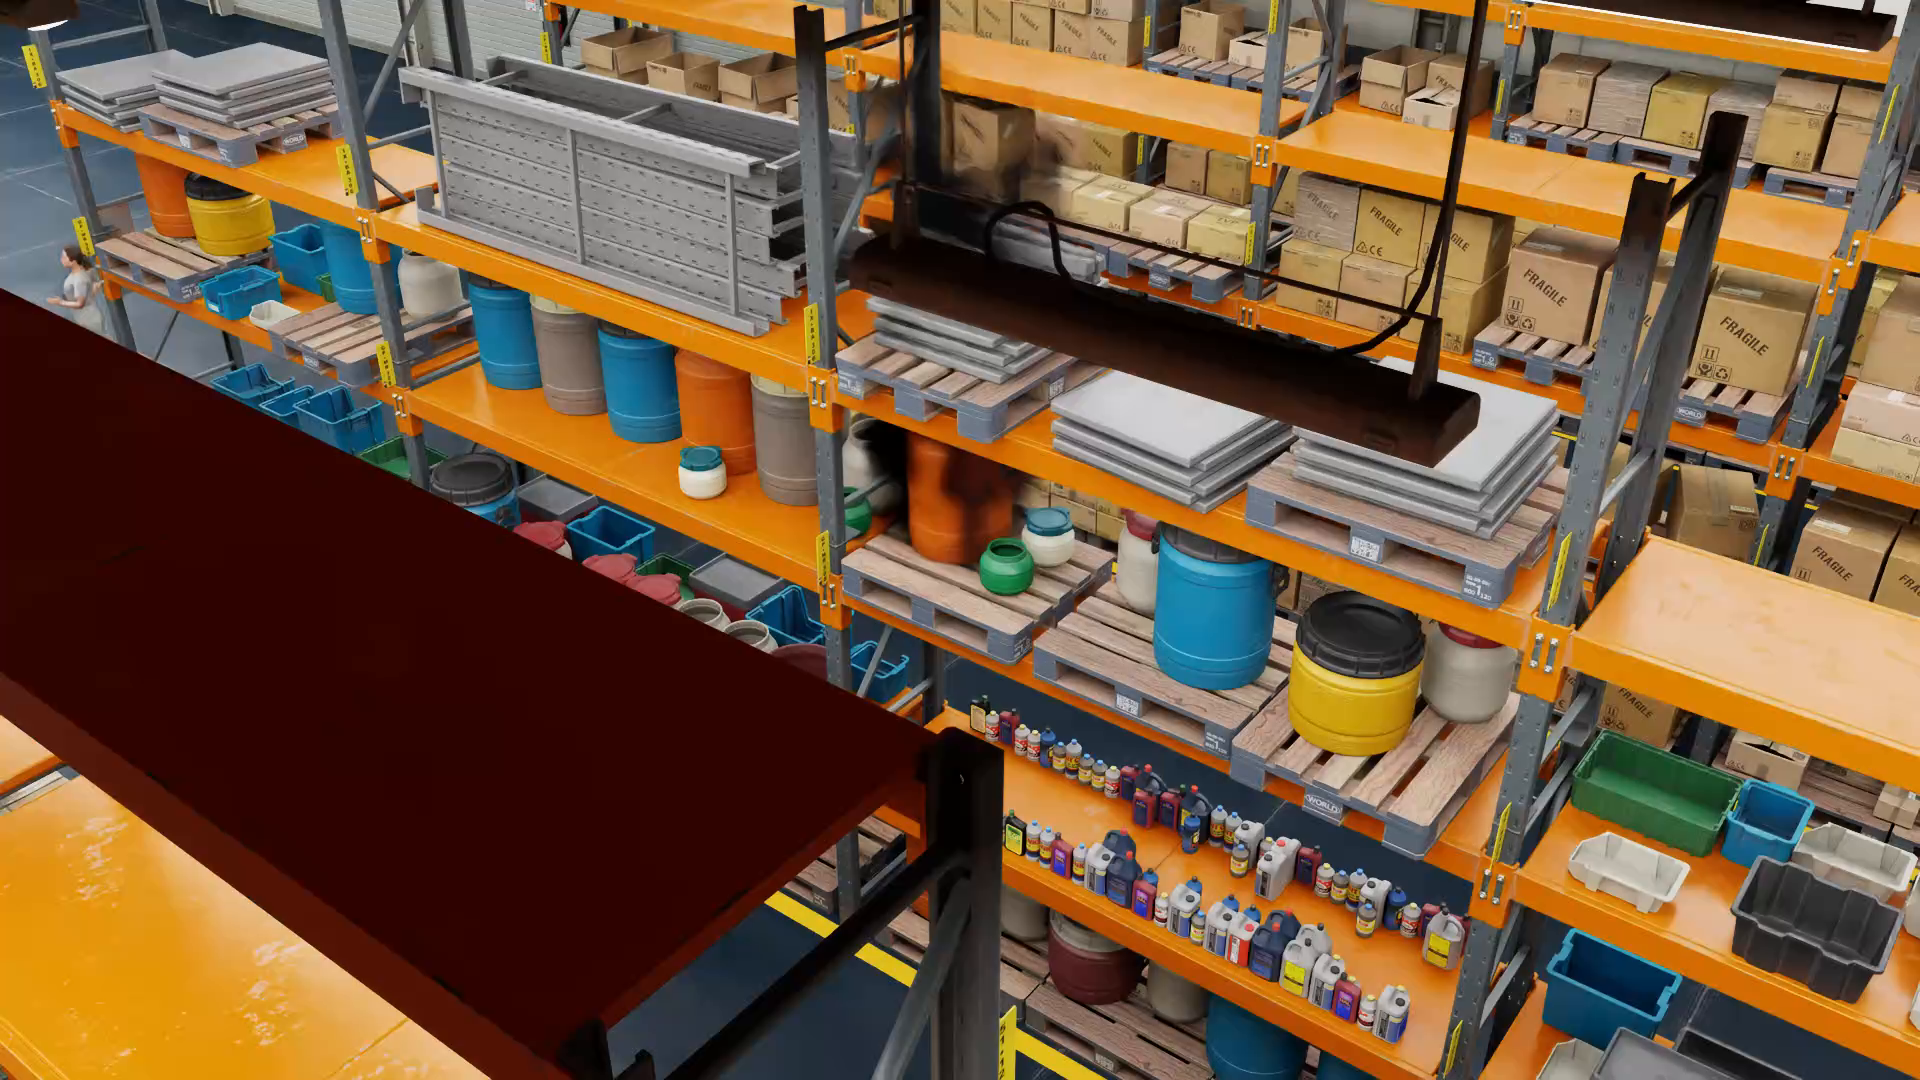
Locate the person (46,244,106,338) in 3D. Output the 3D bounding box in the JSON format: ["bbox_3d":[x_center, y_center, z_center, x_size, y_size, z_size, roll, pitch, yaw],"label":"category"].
[{"bbox_3d":[-9.115,-2.310,17.433,0.960,1.639,0.570,-14,34,-21],"label":"person"}]
